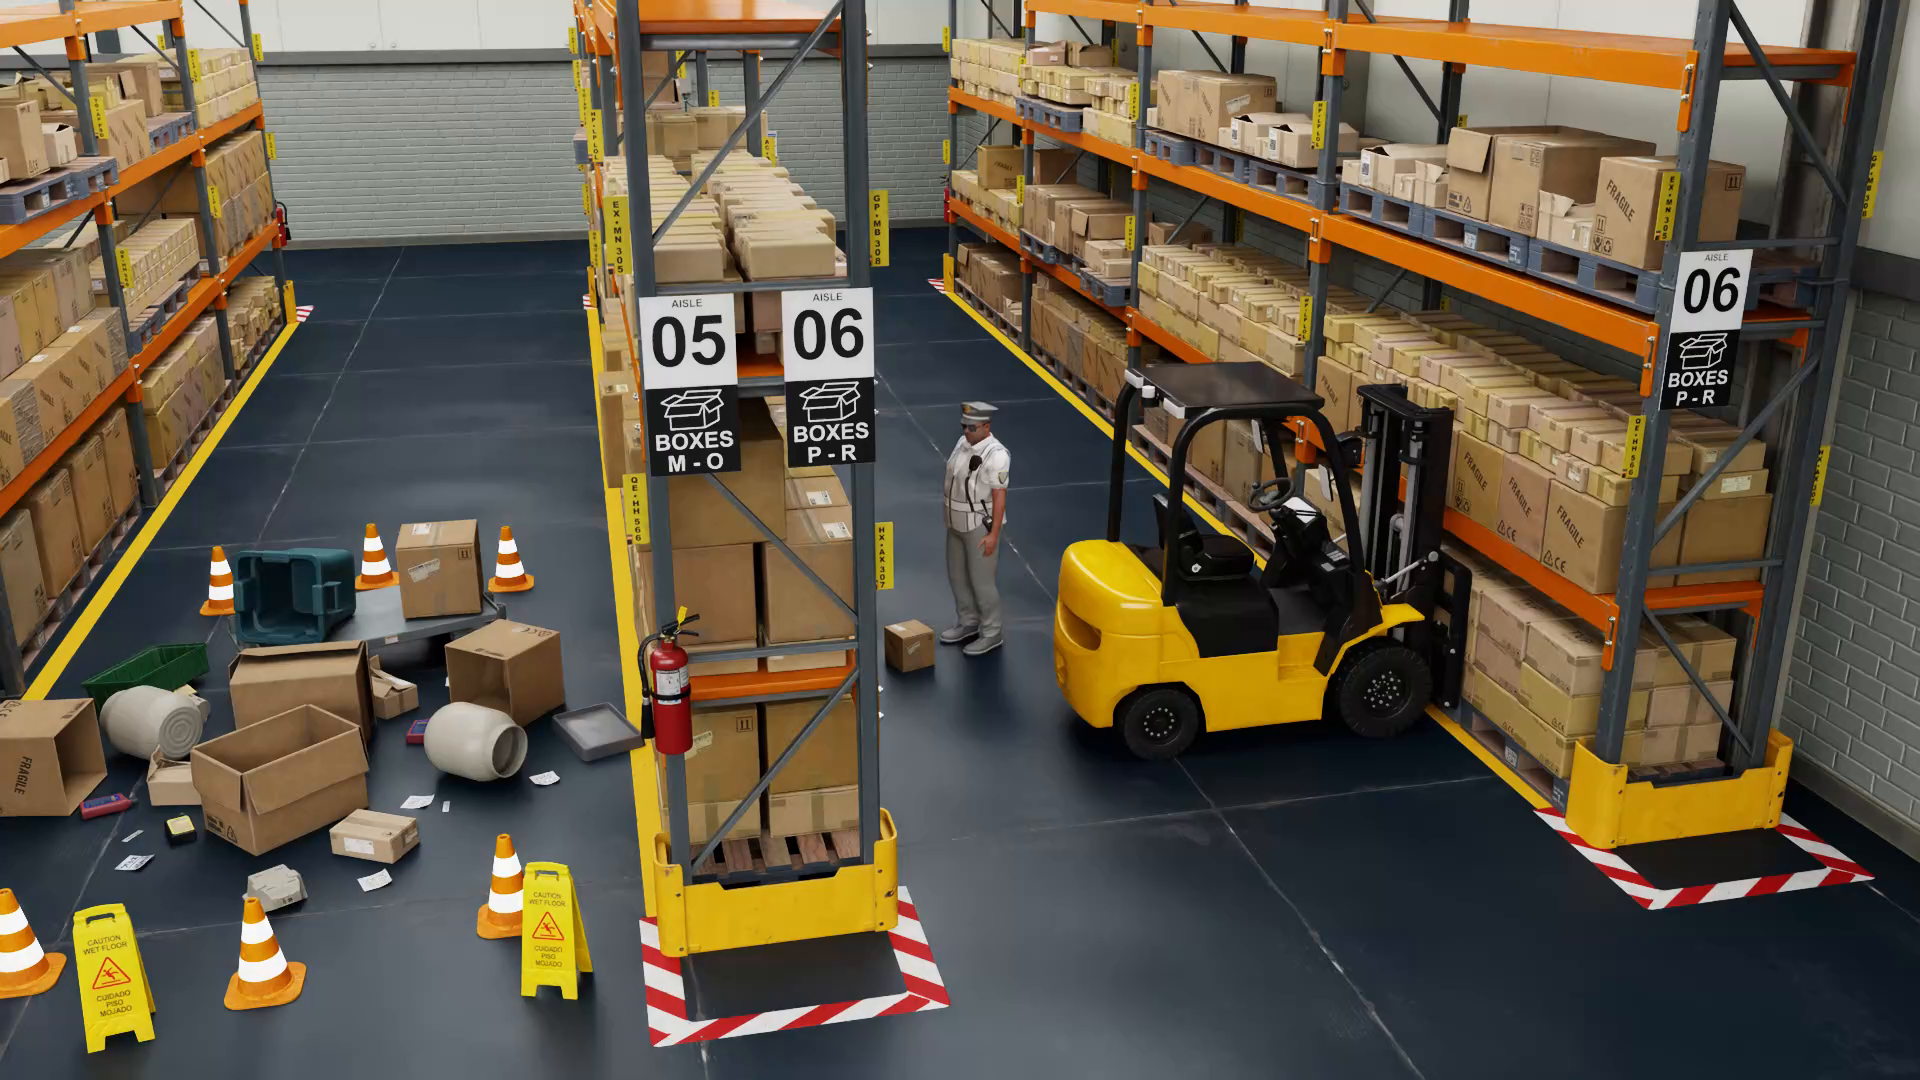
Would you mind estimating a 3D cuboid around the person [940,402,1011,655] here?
[{"bbox_3d":[0.099,-0.094,11.334,0.393,1.748,0.528,-14,24,-34],"label":"person"}]
